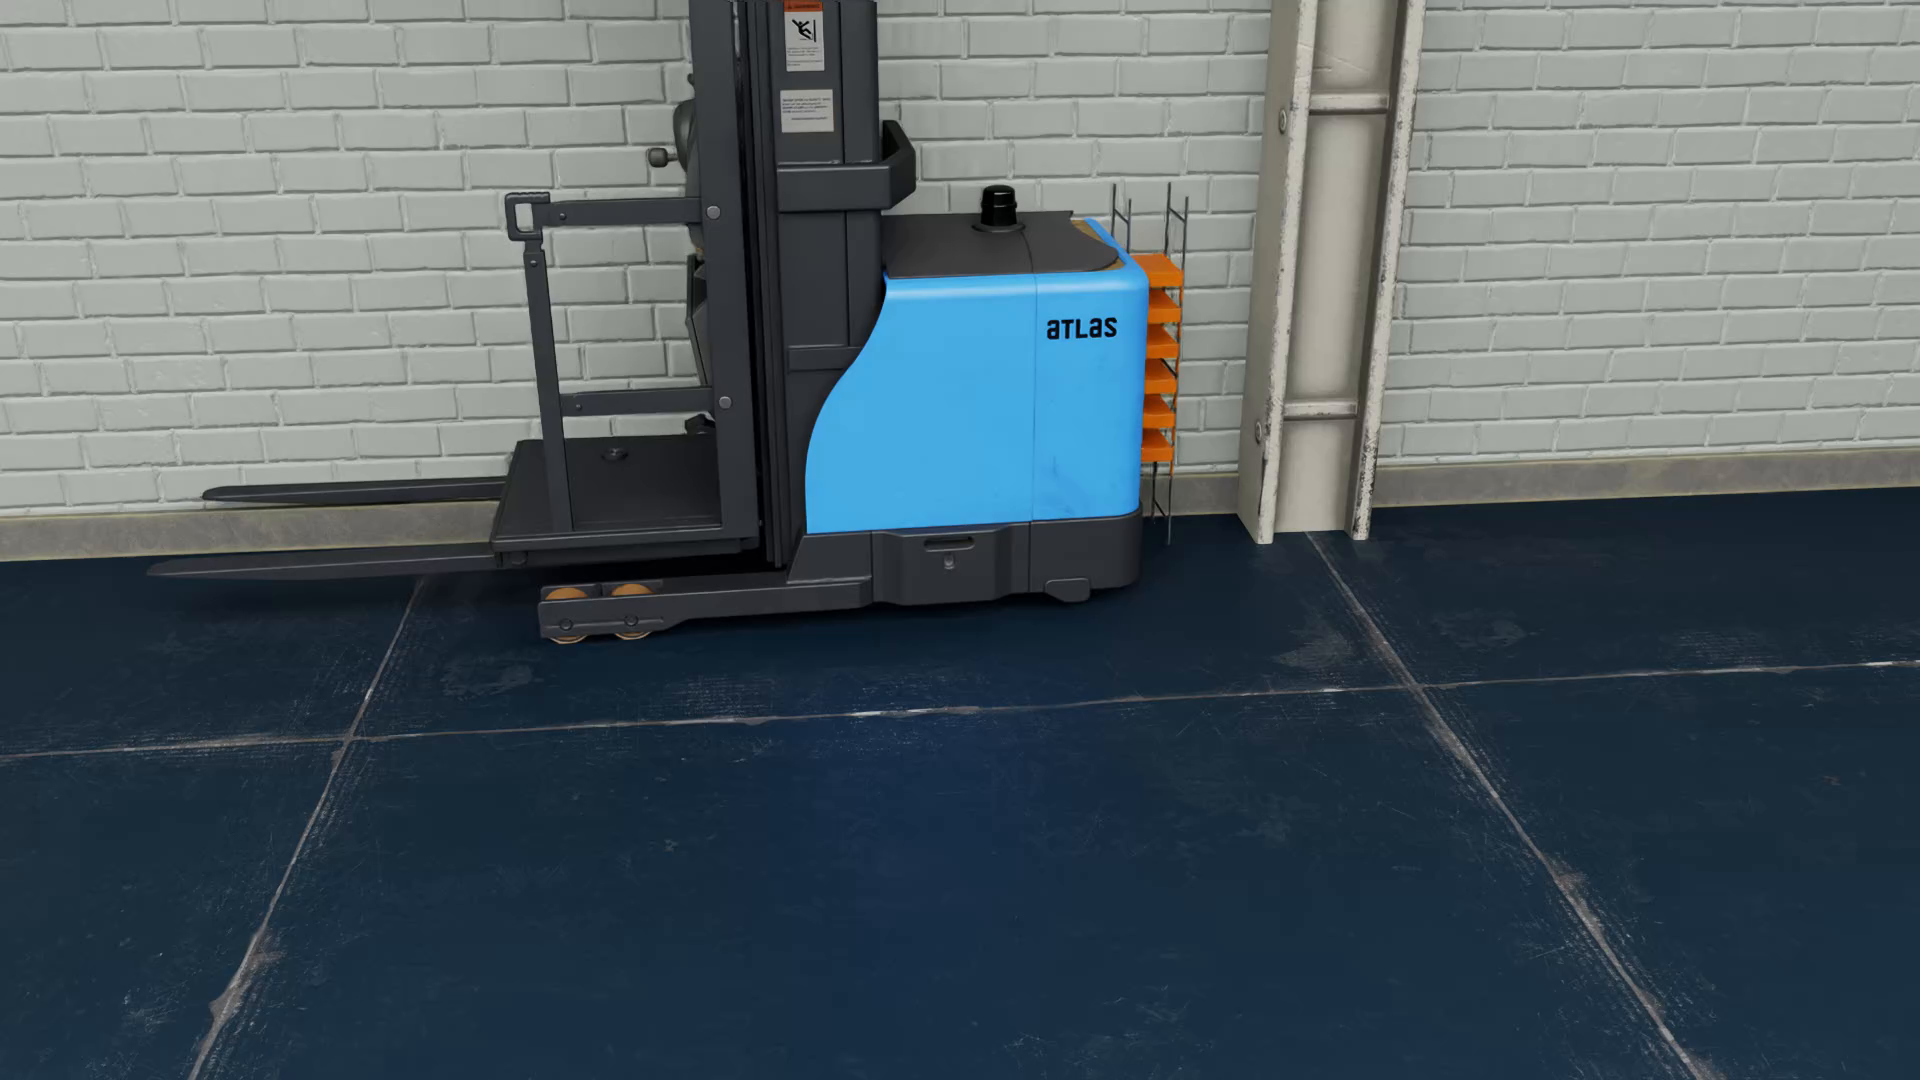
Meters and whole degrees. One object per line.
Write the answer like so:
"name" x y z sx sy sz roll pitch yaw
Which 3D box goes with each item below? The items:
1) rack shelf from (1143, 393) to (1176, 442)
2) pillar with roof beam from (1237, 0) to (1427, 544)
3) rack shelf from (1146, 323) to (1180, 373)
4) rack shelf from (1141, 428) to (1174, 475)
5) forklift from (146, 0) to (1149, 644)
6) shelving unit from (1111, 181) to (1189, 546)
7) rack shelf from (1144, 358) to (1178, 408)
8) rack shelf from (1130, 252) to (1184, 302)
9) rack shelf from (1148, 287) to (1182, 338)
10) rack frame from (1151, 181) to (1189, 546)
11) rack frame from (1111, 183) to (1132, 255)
"rack shelf" 0.608 -0.419 5.621 0.180 0.103 0.258 -3 24 -7
"pillar with roof beam" 1.626 -2.429 0.135 0.400 9.000 9.100 -2 24 -5
"rack shelf" 0.608 -0.638 5.523 0.180 0.103 0.258 -3 24 -7
"rack shelf" 0.608 -0.309 5.669 0.180 0.103 0.258 -3 24 -7
"forklift" -0.983 -1.254 4.962 3.031 2.935 1.130 -3 24 -7
"shelving unit" 0.608 -0.569 5.554 0.189 1.200 0.258 -3 24 -7
"rack shelf" 0.608 -0.529 5.572 0.180 0.103 0.258 -3 24 -7
"rack shelf" 0.608 -0.858 5.426 0.180 0.103 0.258 -3 24 -7
"rack shelf" 0.608 -0.748 5.474 0.180 0.103 0.258 -3 24 -7
"rack frame" 0.699 -0.575 5.566 0.006 1.200 0.240 -3 24 -7
"rack frame" 0.517 -0.564 5.542 0.006 1.200 0.240 -3 24 -7
